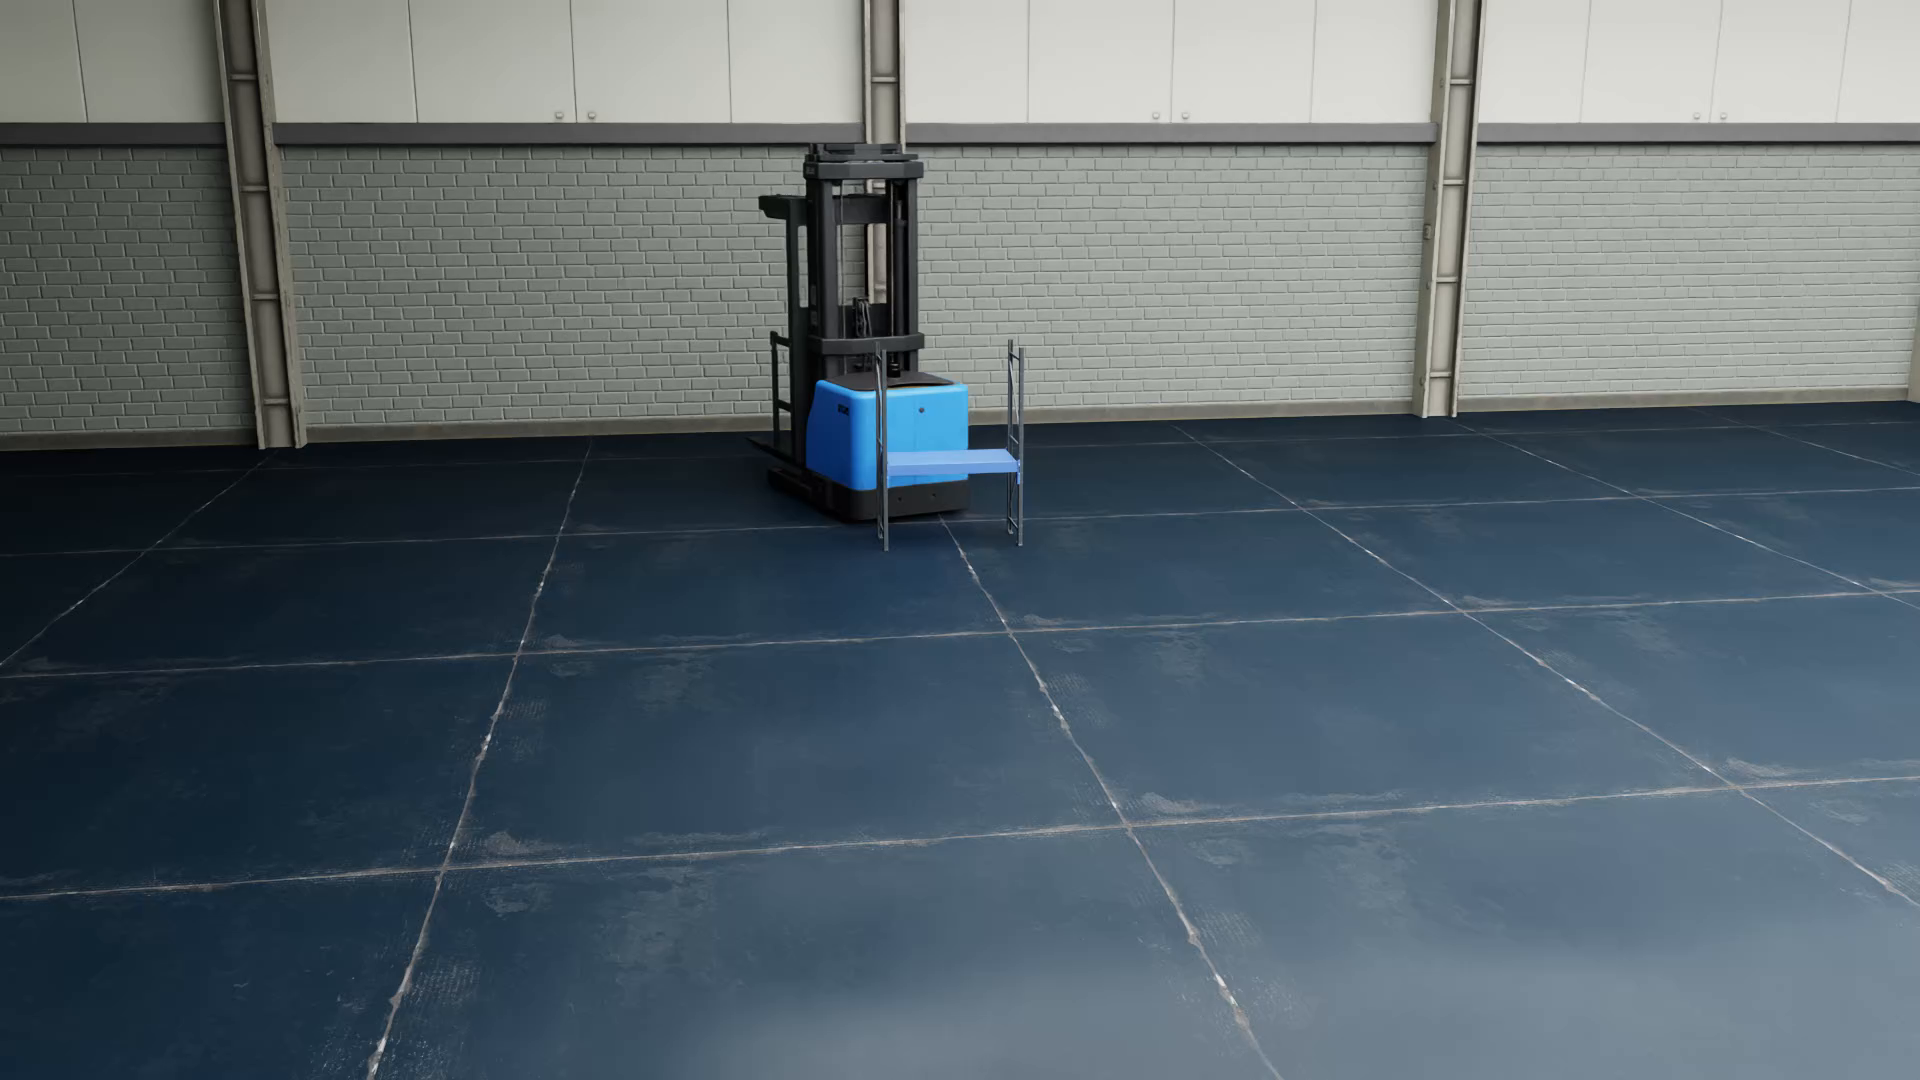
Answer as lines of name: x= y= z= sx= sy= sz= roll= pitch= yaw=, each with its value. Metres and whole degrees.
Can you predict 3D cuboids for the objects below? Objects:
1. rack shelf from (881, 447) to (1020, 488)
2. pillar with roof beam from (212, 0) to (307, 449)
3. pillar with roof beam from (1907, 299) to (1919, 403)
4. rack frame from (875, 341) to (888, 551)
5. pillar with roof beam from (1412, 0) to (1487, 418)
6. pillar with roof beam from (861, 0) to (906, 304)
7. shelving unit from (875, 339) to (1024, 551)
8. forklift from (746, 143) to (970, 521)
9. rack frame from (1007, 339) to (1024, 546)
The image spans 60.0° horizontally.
rack shelf: x=-0.084 y=-0.550 z=12.571 sx=1.000 sy=0.185 sz=0.538 roll=-2 pitch=14 yaw=-8
pillar with roof beam: x=-6.049 y=-4.262 z=11.217 sx=0.400 sy=9.000 sz=9.100 roll=-2 pitch=14 yaw=-8
pillar with roof beam: x=11.751 y=-4.914 z=13.818 sx=0.400 sy=9.000 sz=9.100 roll=-2 pitch=14 yaw=-8
rack frame: x=-0.587 y=-0.706 z=12.454 sx=0.032 sy=1.500 sz=0.500 roll=-2 pitch=14 yaw=-8
pillar with roof beam: x=5.817 y=-4.697 z=12.951 sx=0.400 sy=9.000 sz=9.100 roll=-2 pitch=14 yaw=-8
pillar with roof beam: x=-0.116 y=-4.479 z=12.084 sx=0.400 sy=9.000 sz=9.100 roll=-2 pitch=14 yaw=-8
shelving unit: x=-0.084 y=-0.724 z=12.527 sx=1.048 sy=1.500 sz=0.538 roll=-2 pitch=14 yaw=-8
forklift: x=-1.033 y=-1.884 z=14.210 sx=1.130 sy=2.935 sz=3.031 roll=-7 pitch=16 yaw=-26
rack frame: x=0.418 y=-0.743 z=12.601 sx=0.032 sy=1.500 sz=0.500 roll=-2 pitch=14 yaw=-8
